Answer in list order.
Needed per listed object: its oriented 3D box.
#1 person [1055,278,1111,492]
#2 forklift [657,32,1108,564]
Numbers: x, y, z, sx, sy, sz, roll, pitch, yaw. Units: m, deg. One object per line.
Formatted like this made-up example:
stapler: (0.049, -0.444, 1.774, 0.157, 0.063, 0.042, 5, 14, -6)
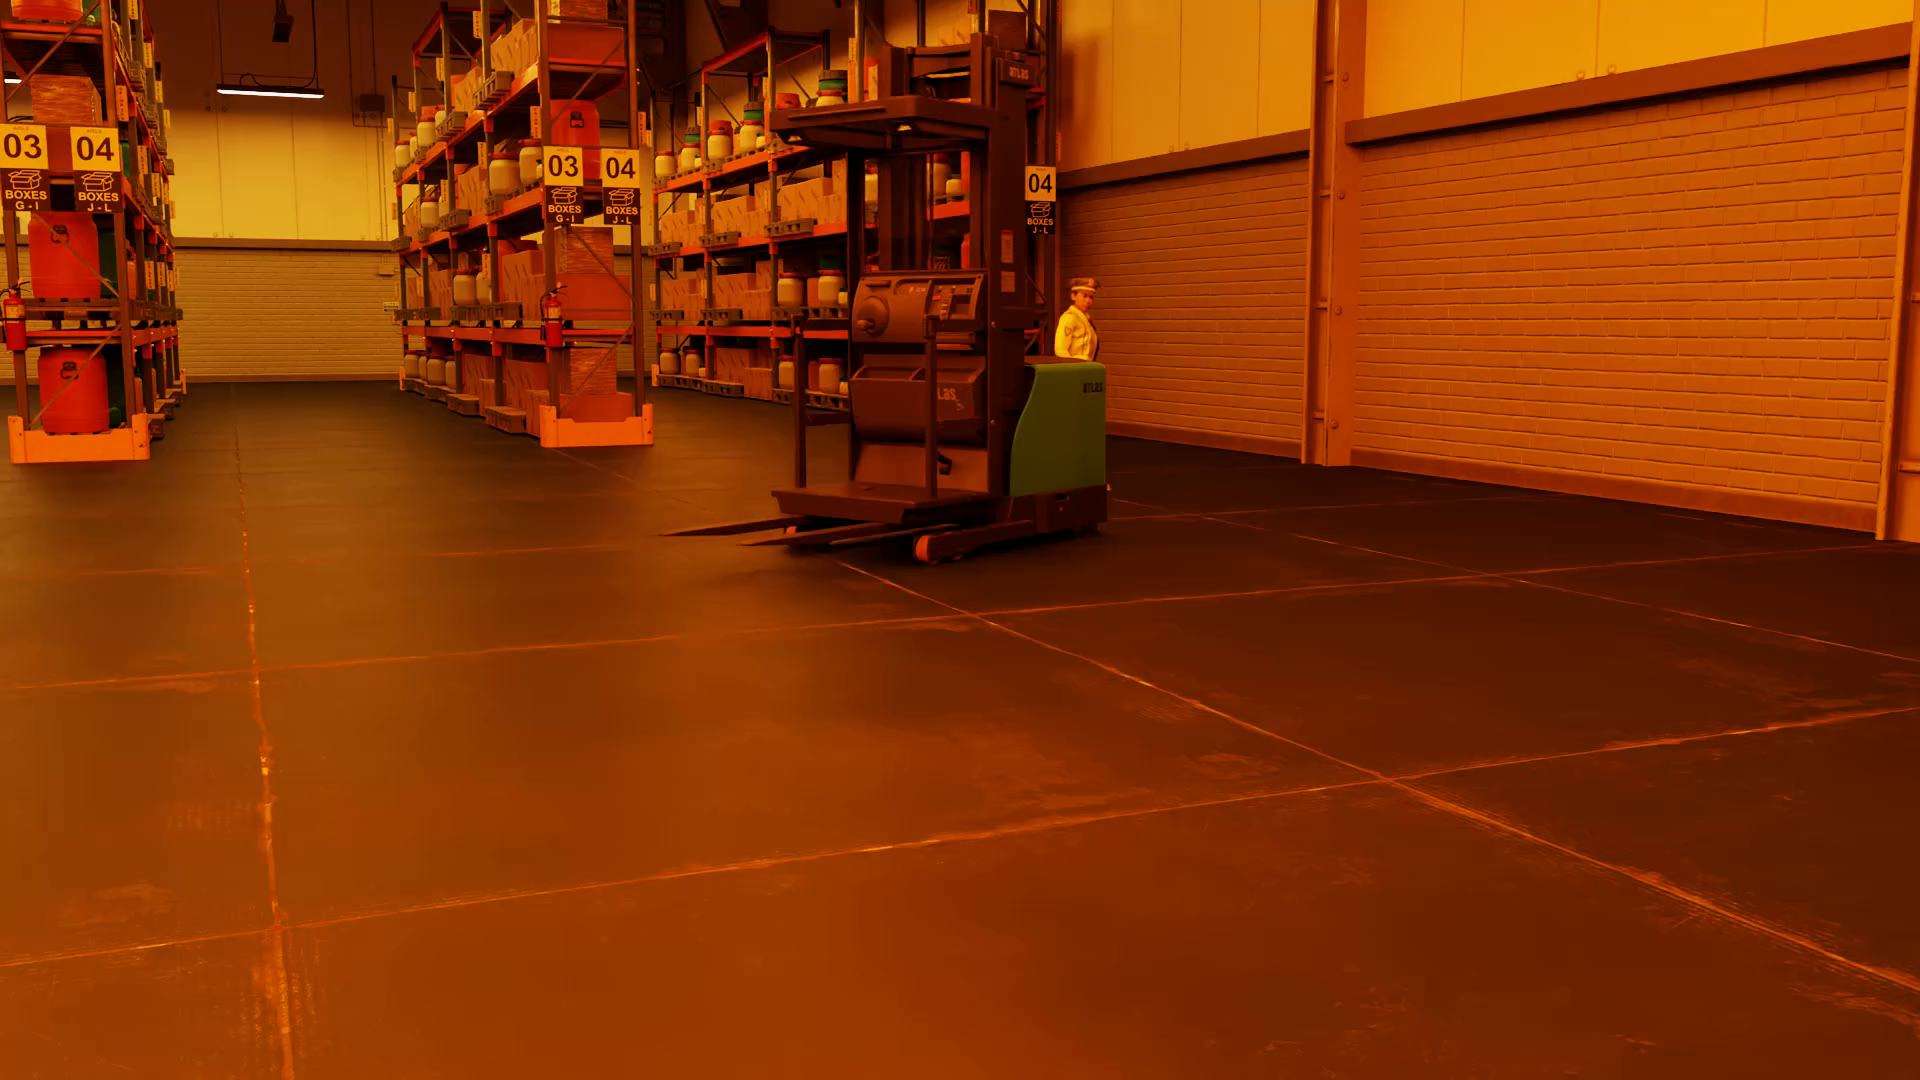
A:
person: (0.974, -1.216, 13.043, 0.451, 1.660, 0.677, 1, 8, 7)
forklift: (-0.380, -1.391, 9.488, 1.130, 2.935, 3.031, 6, 10, 38)
